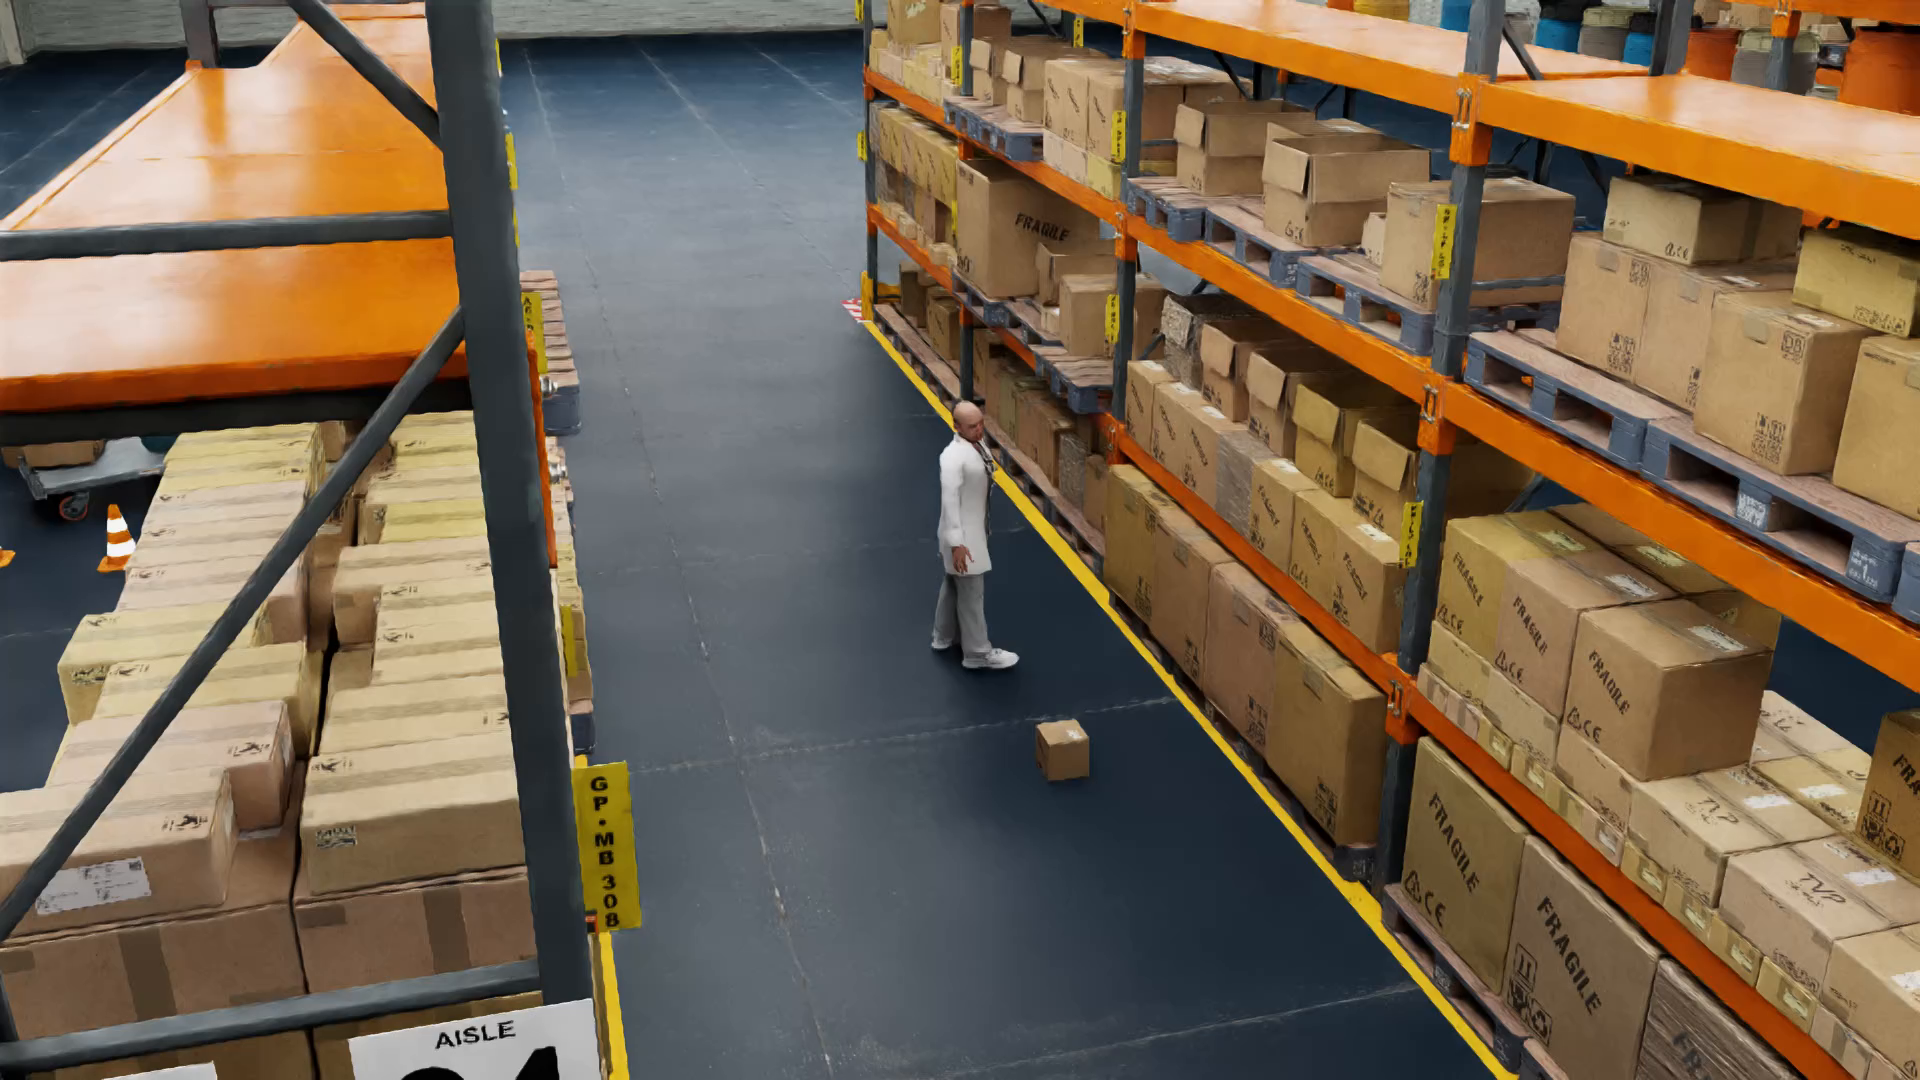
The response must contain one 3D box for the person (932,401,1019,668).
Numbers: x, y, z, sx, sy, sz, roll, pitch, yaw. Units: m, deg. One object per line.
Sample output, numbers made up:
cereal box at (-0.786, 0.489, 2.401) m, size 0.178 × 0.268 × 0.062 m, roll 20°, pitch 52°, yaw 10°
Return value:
person at (0.097, -0.041, 10.721) m, size 0.629 × 1.777 × 0.675 m, roll 4°, pitch 23°, yaw 11°
